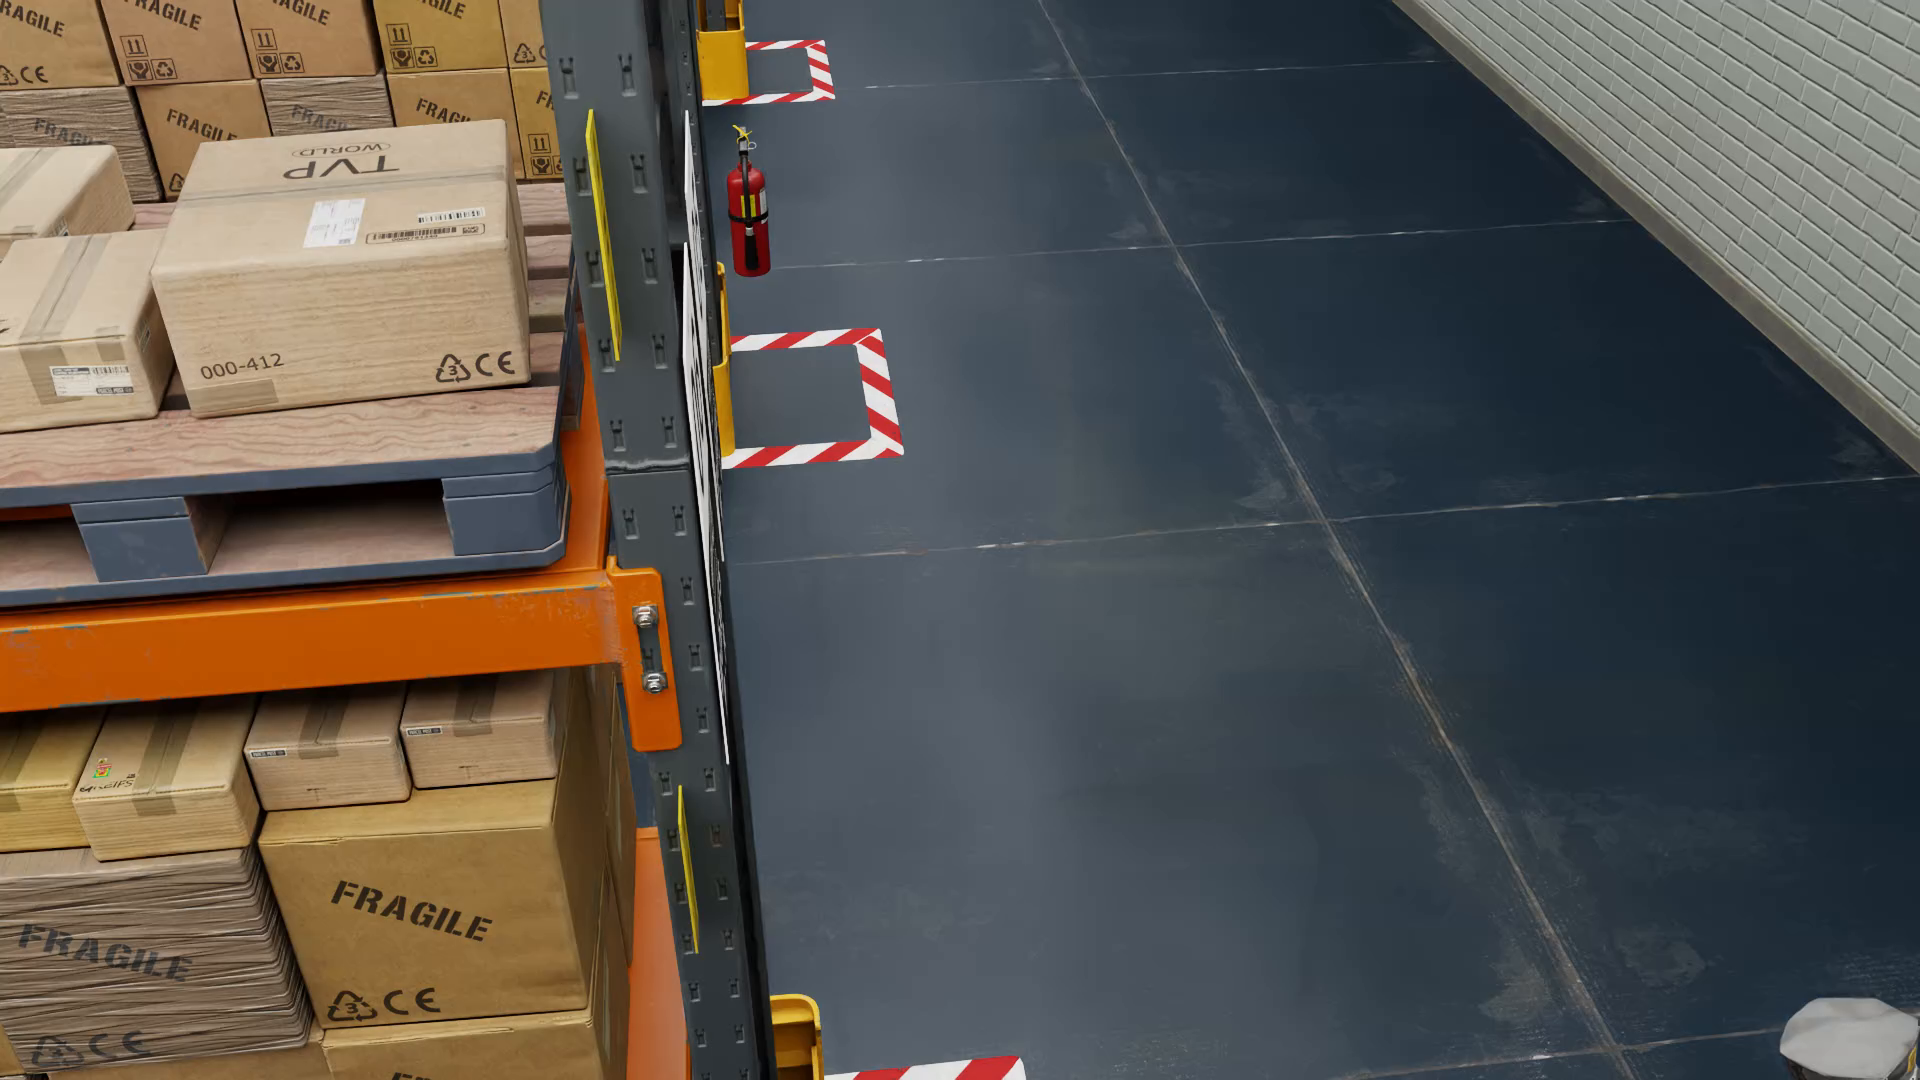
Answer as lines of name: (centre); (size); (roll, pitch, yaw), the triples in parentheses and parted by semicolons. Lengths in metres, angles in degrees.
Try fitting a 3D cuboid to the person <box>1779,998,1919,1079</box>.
person: (1.846, 1.622, 3.783); (0.491, 1.661, 0.814); (-24, 41, -30)
